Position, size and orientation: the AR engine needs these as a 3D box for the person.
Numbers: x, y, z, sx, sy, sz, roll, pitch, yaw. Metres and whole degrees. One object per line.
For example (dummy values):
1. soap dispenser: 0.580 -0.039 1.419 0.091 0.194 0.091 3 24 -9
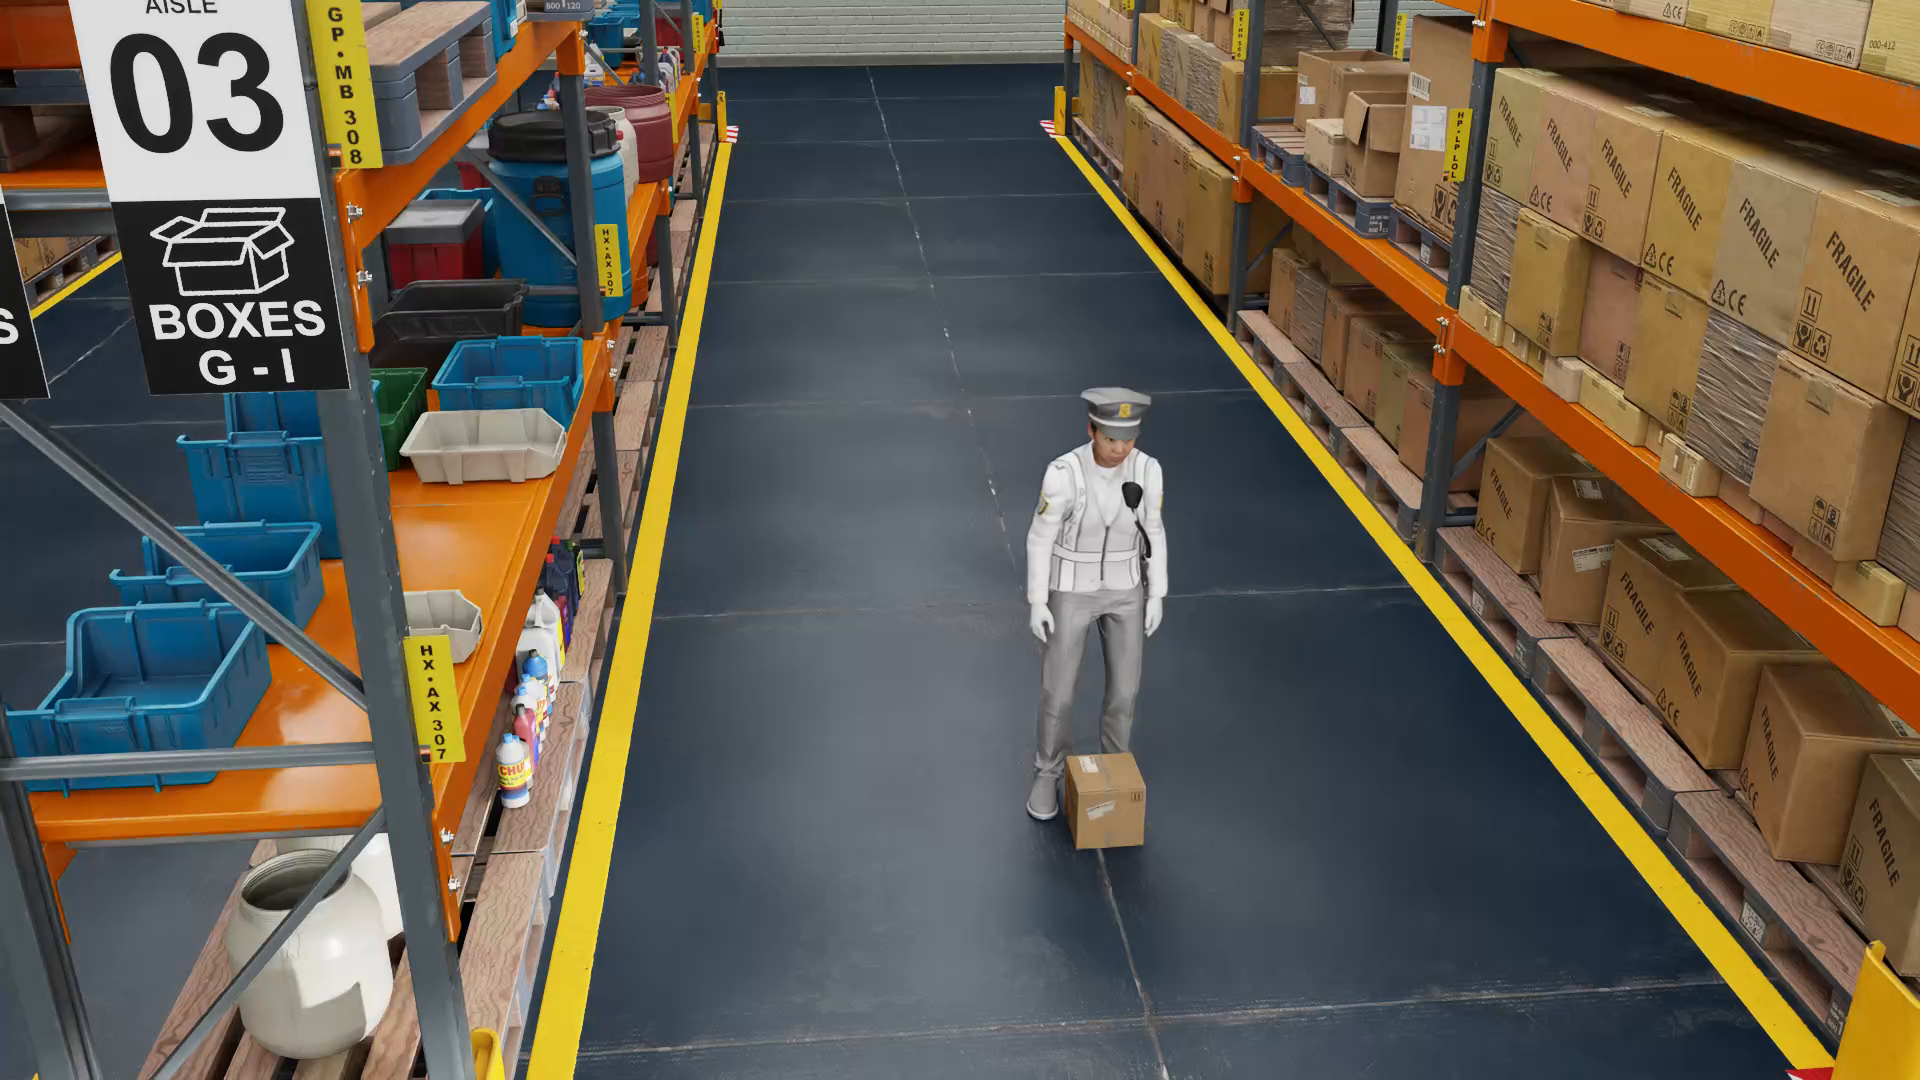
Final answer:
1. person: 0.504 0.223 6.095 0.528 1.662 0.375 -3 24 -7
